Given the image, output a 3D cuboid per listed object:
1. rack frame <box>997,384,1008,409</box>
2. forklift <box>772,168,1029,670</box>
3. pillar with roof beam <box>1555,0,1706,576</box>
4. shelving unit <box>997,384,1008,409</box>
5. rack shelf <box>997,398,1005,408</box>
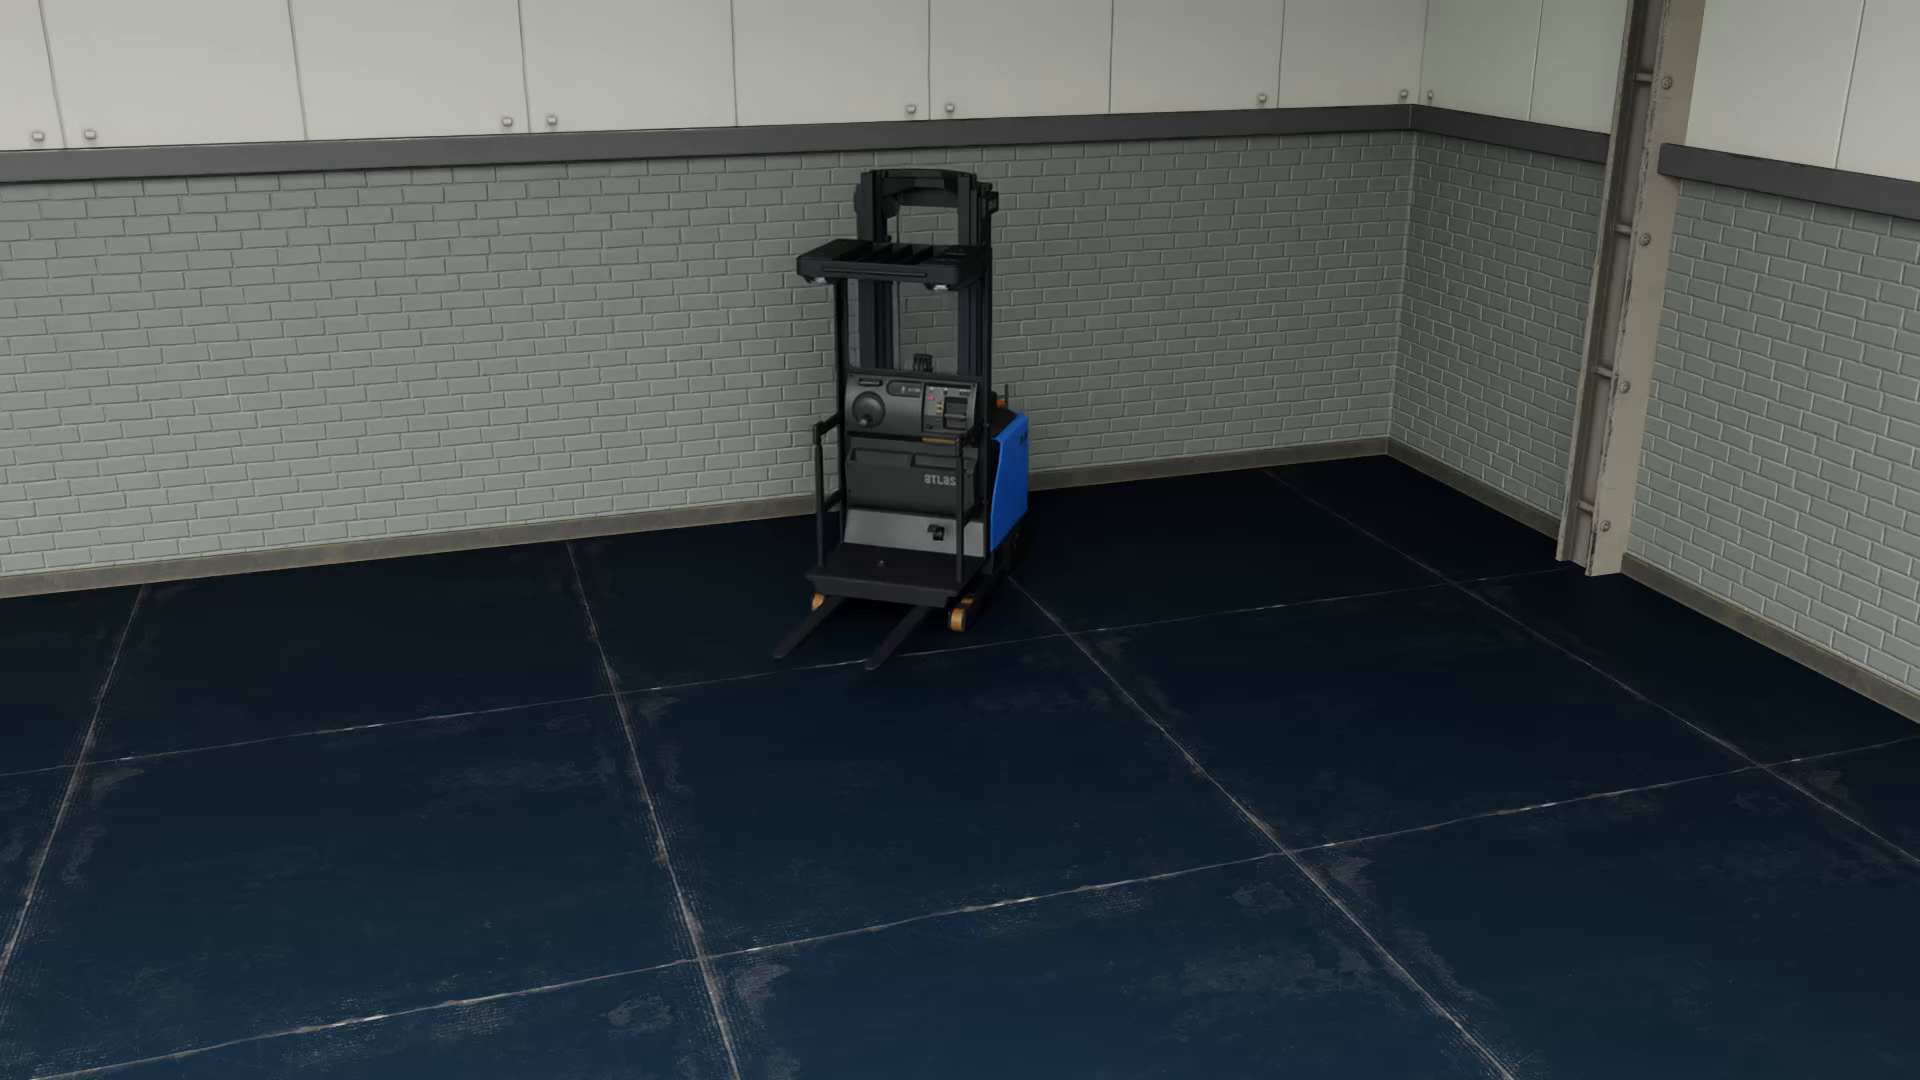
[{"bbox_3d":[0.261,-0.602,12.819,0.240,1.200,0.015,-11,23,-28],"label":"rack frame"},{"bbox_3d":[-0.395,-0.908,11.108,1.130,2.935,3.031,6,21,16],"label":"forklift"},{"bbox_3d":[0.603,-3.590,9.600,9.100,9.000,0.400,-6,21,-17],"label":"pillar with roof beam"},{"bbox_3d":[0.137,-0.674,13.017,0.258,1.200,0.503,-11,23,-28],"label":"shelving unit"},{"bbox_3d":[0.137,-1.043,12.884,0.258,0.148,0.480,-11,23,-28],"label":"rack shelf"}]
